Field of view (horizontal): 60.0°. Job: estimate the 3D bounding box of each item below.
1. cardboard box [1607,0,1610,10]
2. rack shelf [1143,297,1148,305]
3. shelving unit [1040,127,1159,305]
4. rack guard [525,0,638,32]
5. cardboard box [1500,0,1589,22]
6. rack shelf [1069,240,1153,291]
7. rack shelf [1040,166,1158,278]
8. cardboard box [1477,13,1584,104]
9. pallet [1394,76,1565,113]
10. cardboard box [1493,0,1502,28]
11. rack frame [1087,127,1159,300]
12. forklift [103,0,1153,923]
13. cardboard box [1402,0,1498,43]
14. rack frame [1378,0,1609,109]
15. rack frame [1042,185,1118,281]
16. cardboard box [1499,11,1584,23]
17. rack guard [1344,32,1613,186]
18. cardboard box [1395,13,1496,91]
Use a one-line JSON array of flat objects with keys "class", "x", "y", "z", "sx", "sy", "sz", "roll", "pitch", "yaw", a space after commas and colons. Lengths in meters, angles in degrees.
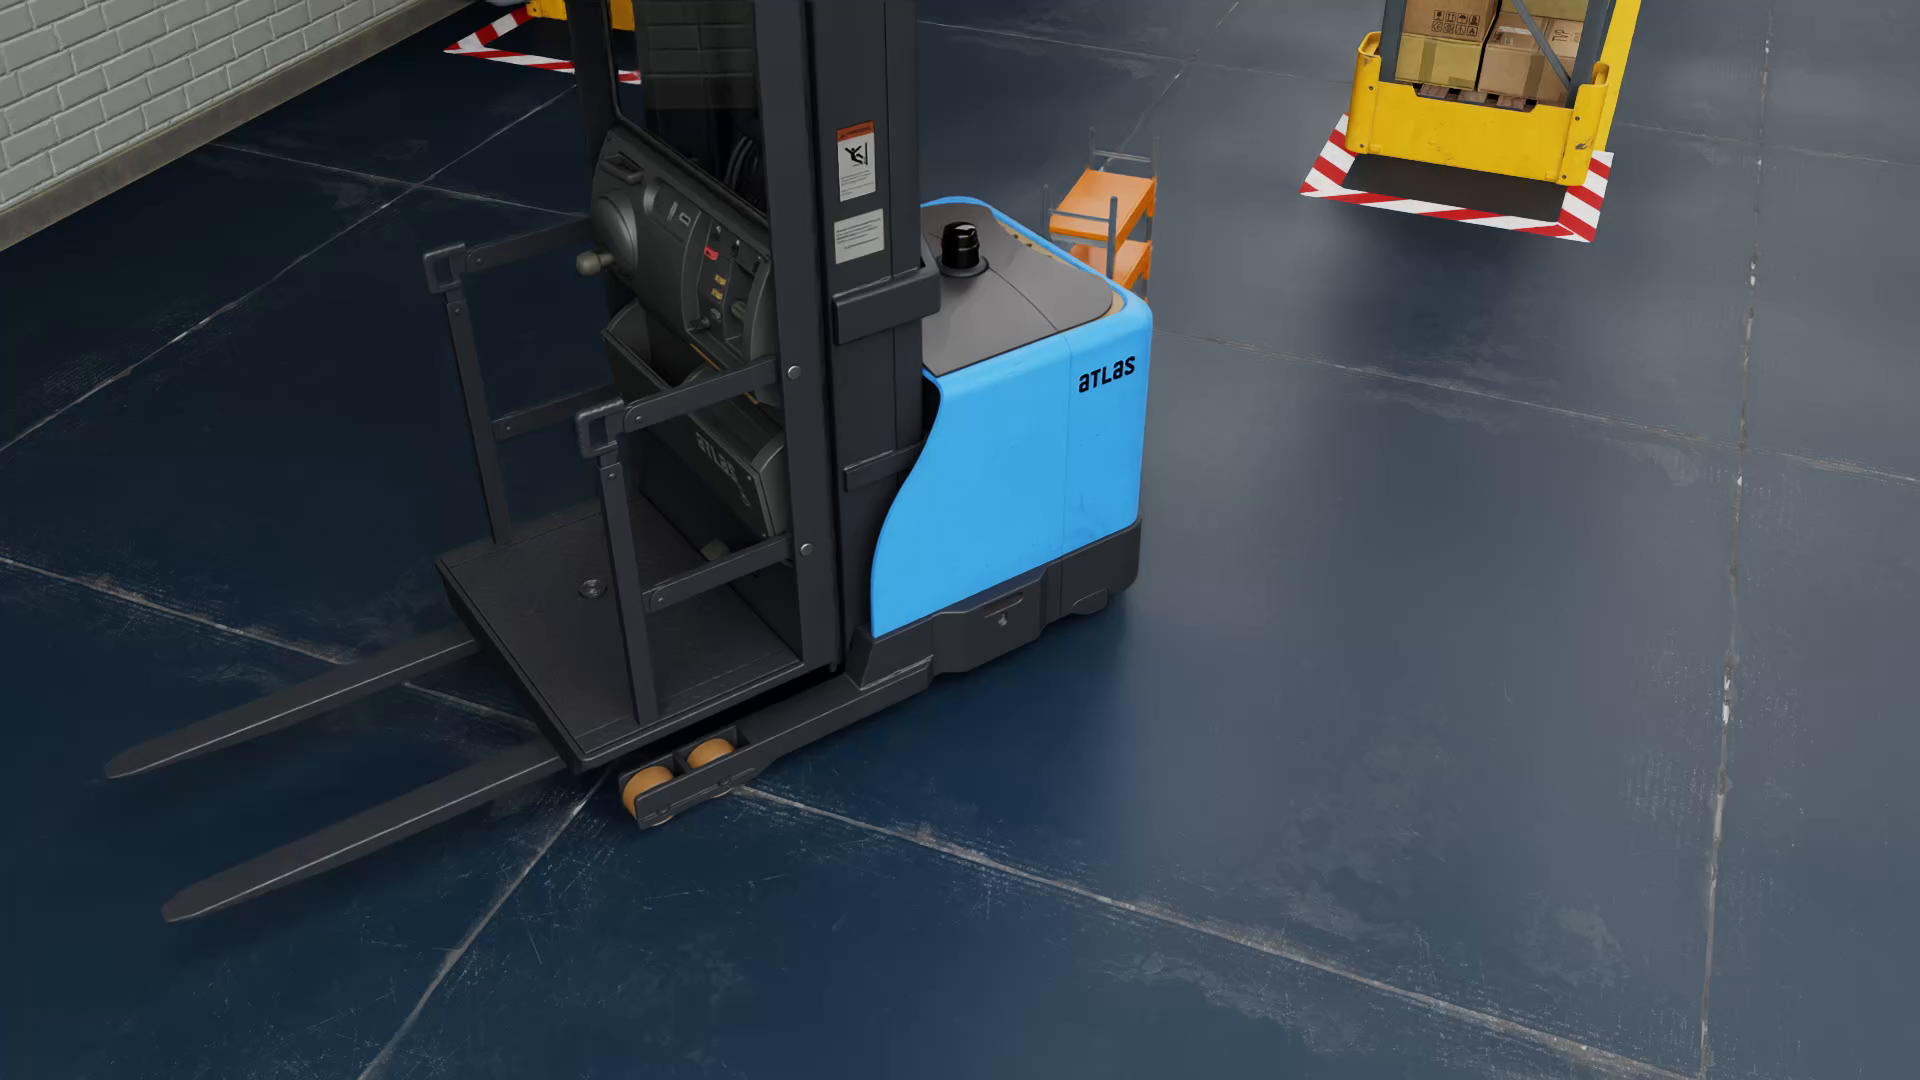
[{"class": "cardboard box", "x": 3.521, "y": -3.284, "z": 9.585, "sx": 0.500, "sy": 0.250, "sz": 0.500, "roll": 14, "pitch": 39, "yaw": 18}, {"class": "rack shelf", "x": 0.464, "y": -0.692, "z": 5.786, "sx": 0.258, "sy": 0.148, "sz": 0.480, "roll": 13, "pitch": 39, "yaw": 16}, {"class": "shelving unit", "x": 0.464, "y": -0.746, "z": 5.746, "sx": 0.258, "sy": 1.200, "sz": 0.503, "roll": 13, "pitch": 39, "yaw": 16}, {"class": "rack guard", "x": -2.014, "y": -3.308, "z": 9.759, "sx": 1.175, "sy": 0.500, "sz": 0.348, "roll": 14, "pitch": 39, "yaw": 18}, {"class": "cardboard box", "x": 3.138, "y": -3.032, "z": 8.620, "sx": 0.500, "sy": 0.500, "sz": 0.500, "roll": 14, "pitch": 39, "yaw": 18}, {"class": "rack shelf", "x": 0.464, "y": -0.871, "z": 5.652, "sx": 0.258, "sy": 0.148, "sz": 0.480, "roll": 13, "pitch": 39, "yaw": 16}, {"class": "rack shelf", "x": 0.464, "y": -1.061, "z": 5.511, "sx": 0.258, "sy": 0.148, "sz": 0.480, "roll": 13, "pitch": 39, "yaw": 16}, {"class": "cardboard box", "x": 2.949, "y": -2.454, "z": 8.474, "sx": 0.500, "sy": 0.250, "sz": 0.500, "roll": 14, "pitch": 39, "yaw": 18}, {"class": "pallet", "x": 2.792, "y": -2.457, "z": 8.861, "sx": 1.003, "sy": 0.211, "sz": 1.213, "roll": 14, "pitch": 39, "yaw": 18}, {"class": "cardboard box", "x": 2.649, "y": -2.852, "z": 9.006, "sx": 0.500, "sy": 0.250, "sz": 0.500, "roll": 14, "pitch": 39, "yaw": 18}, {"class": "rack frame", "x": 0.550, "y": -0.883, "z": 5.929, "sx": 0.240, "sy": 1.200, "sz": 0.015, "roll": 13, "pitch": 39, "yaw": 16}, {"class": "forklift", "x": -0.914, "y": -0.733, "z": 4.282, "sx": 3.031, "sy": 2.935, "sz": 1.130, "roll": -23, "pitch": 42, "yaw": -27}, {"class": "cardboard box", "x": 2.468, "y": -2.873, "z": 8.408, "sx": 0.500, "sy": 0.500, "sz": 0.500, "roll": 14, "pitch": 39, "yaw": 18}, {"class": "rack frame", "x": 2.539, "y": -3.141, "z": 7.447, "sx": 1.000, "sy": 3.000, "sz": 0.127, "roll": 14, "pitch": 39, "yaw": 18}, {"class": "rack frame", "x": 0.377, "y": -0.609, "z": 5.563, "sx": 0.240, "sy": 1.200, "sz": 0.015, "roll": 13, "pitch": 39, "yaw": 16}, {"class": "cardboard box", "x": 3.136, "y": -2.732, "z": 8.845, "sx": 0.500, "sy": 0.250, "sz": 0.500, "roll": 14, "pitch": 39, "yaw": 18}, {"class": "rack guard", "x": 2.530, "y": -2.127, "z": 8.178, "sx": 1.175, "sy": 0.500, "sz": 0.348, "roll": 14, "pitch": 39, "yaw": 18}, {"class": "cardboard box", "x": 2.470, "y": -2.572, "z": 8.632, "sx": 0.500, "sy": 0.250, "sz": 0.500, "roll": 14, "pitch": 39, "yaw": 18}]
